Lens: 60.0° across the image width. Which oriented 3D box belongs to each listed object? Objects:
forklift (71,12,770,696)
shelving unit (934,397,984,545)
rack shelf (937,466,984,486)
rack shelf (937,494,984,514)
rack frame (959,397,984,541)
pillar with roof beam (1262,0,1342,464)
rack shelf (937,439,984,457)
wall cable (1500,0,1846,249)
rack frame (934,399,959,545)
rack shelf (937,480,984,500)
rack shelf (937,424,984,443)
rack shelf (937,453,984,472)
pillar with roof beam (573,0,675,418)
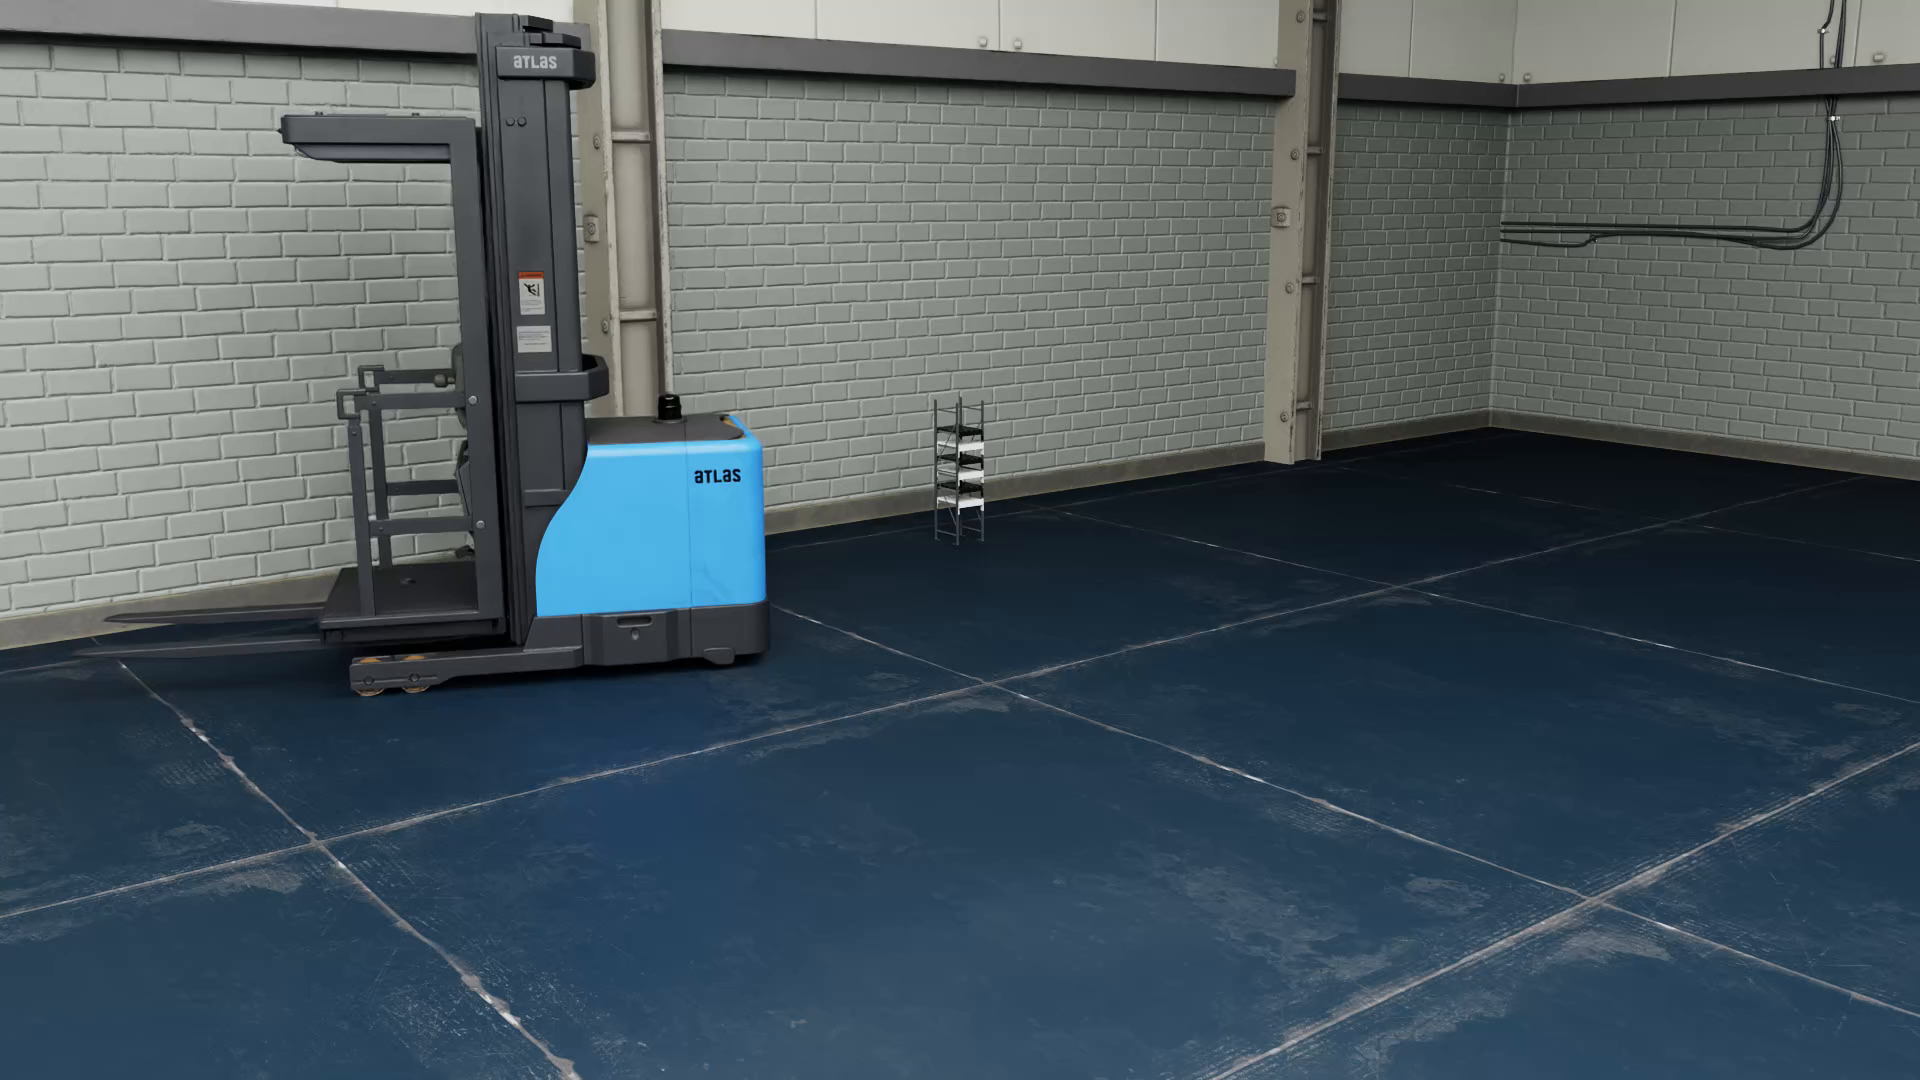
[{"bbox_3d":[-2.474,-0.863,7.635,3.031,2.935,1.130,-3,12,-14],"label":"forklift"},{"bbox_3d":[-0.006,-0.439,10.530,0.210,0.900,0.258,-9,15,-38],"label":"shelving unit"},{"bbox_3d":[-0.006,-0.407,10.537,0.200,0.077,0.258,-9,15,-38],"label":"rack shelf"},{"bbox_3d":[-0.006,-0.230,10.575,0.200,0.077,0.258,-9,15,-38],"label":"rack shelf"},{"bbox_3d":[0.073,-0.452,10.592,0.006,0.900,0.240,-9,15,-38],"label":"rack frame"},{"bbox_3d":[5.430,-4.368,9.534,0.400,9.000,9.100,-9,15,-38],"label":"pillar with roof beam"},{"bbox_3d":[-0.006,-0.583,10.500,0.200,0.077,0.258,-9,15,-38],"label":"rack shelf"},{"bbox_3d":[5.867,-3.715,13.935,0.112,2.526,3.097,-9,15,-38],"label":"wall cable"},{"bbox_3d":[-0.086,-0.426,10.468,0.006,0.900,0.240,-9,15,-38],"label":"rack frame"},{"bbox_3d":[-0.006,-0.318,10.556,0.200,0.077,0.258,-9,15,-38],"label":"rack shelf"},{"bbox_3d":[-0.006,-0.671,10.481,0.200,0.077,0.258,-9,15,-38],"label":"rack shelf"},{"bbox_3d":[-0.006,-0.495,10.519,0.200,0.077,0.258,-9,15,-38],"label":"rack shelf"},{"bbox_3d":[0.745,-3.589,5.867,0.400,9.000,9.100,-9,15,-38],"label":"pillar with roof beam"}]
